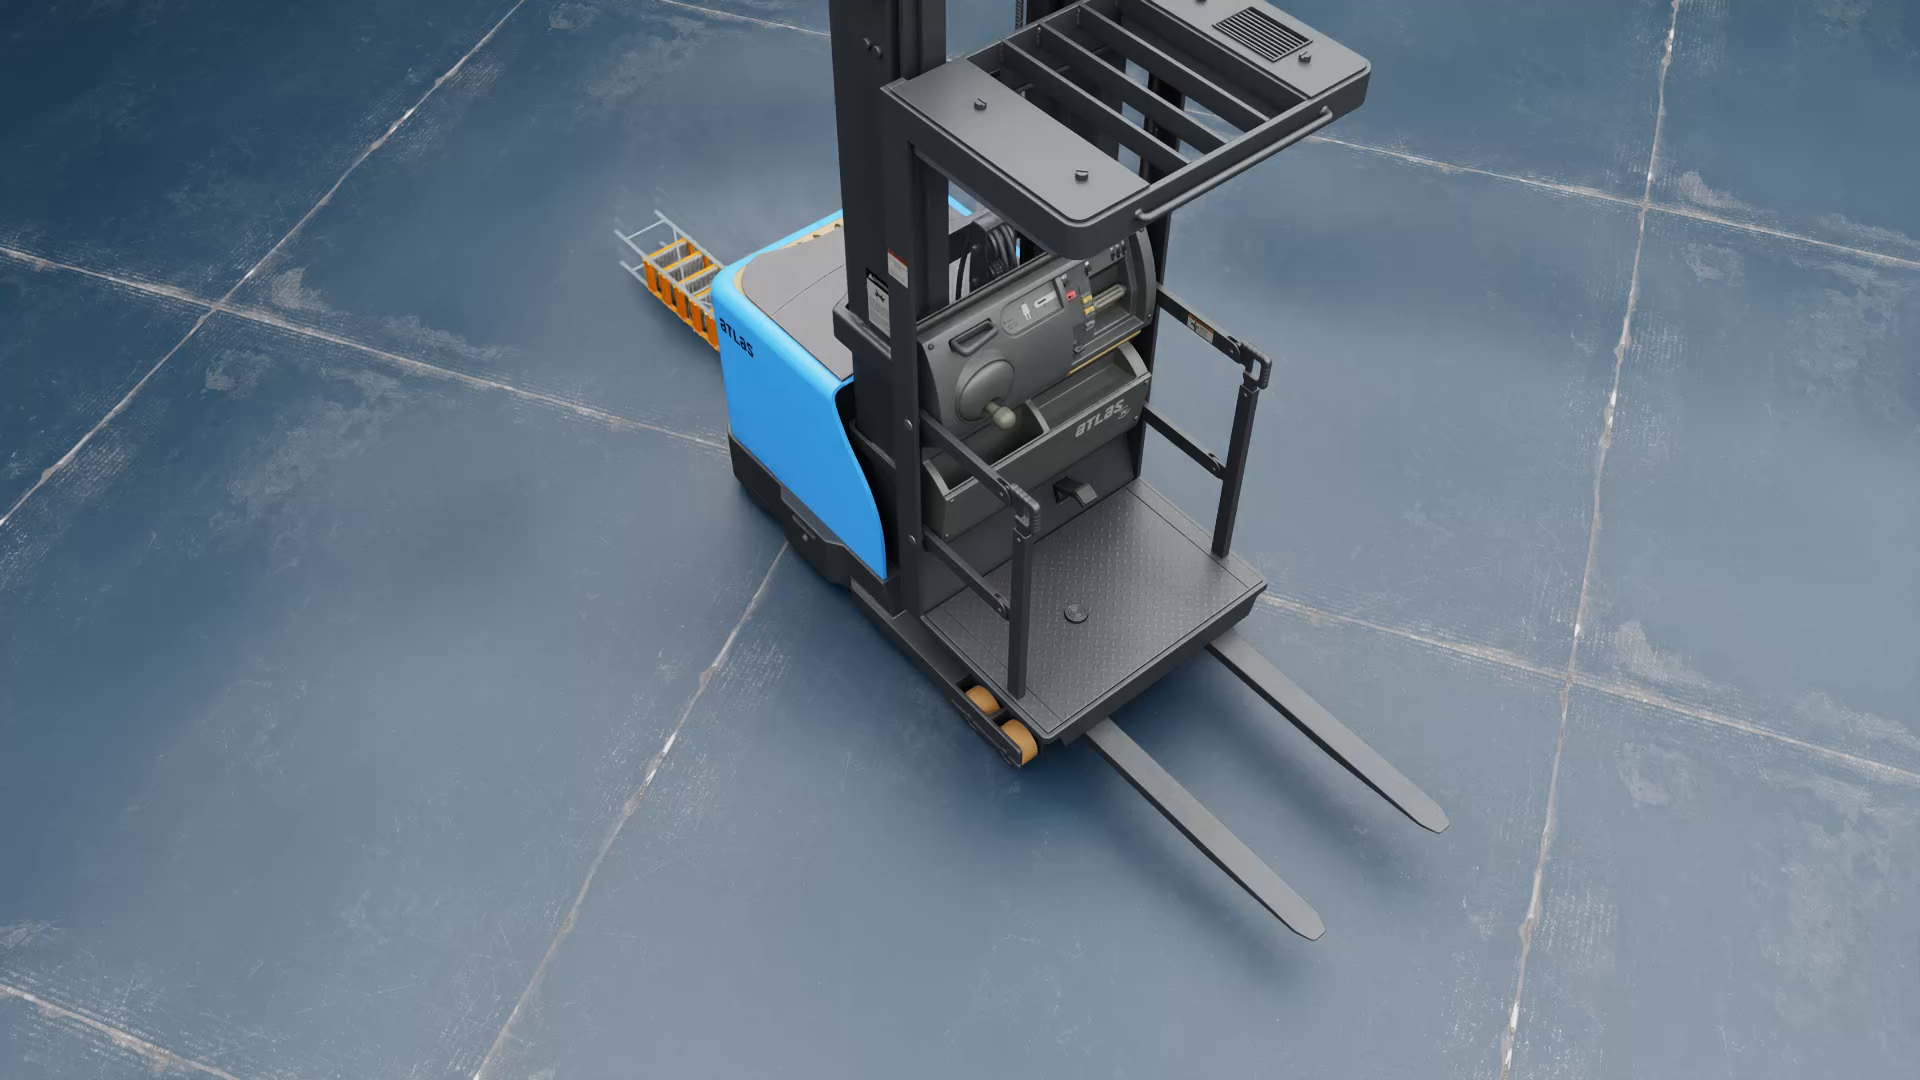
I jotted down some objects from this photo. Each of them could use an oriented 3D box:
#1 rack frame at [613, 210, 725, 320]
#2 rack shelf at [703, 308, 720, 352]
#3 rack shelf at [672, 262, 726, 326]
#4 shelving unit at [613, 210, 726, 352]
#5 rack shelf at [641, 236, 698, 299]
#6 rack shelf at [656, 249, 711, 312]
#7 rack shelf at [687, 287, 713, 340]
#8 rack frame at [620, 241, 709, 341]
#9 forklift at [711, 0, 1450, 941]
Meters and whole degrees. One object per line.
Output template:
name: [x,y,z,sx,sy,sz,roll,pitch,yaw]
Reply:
rack frame: [-1.098,-1.123,7.340,0.240,0.006,1.200,-33,57,-25]
rack shelf: [-0.991,-0.969,7.328,0.258,0.180,0.103,-33,57,-25]
rack shelf: [-1.148,-1.106,7.447,0.258,0.180,0.103,-33,57,-25]
shelving unit: [-1.098,-1.063,7.409,0.258,0.189,1.200,-33,57,-25]
rack shelf: [-1.305,-1.243,7.566,0.258,0.180,0.103,-33,57,-25]
rack shelf: [-1.226,-1.174,7.506,0.258,0.180,0.103,-33,57,-25]
rack shelf: [-1.069,-1.037,7.387,0.258,0.180,0.103,-33,57,-25]
rack frame: [-1.098,-1.003,7.479,0.240,0.006,1.200,-33,57,-25]
forklift: [0.403,-0.593,5.191,1.130,2.935,3.031,-32,56,-25]
